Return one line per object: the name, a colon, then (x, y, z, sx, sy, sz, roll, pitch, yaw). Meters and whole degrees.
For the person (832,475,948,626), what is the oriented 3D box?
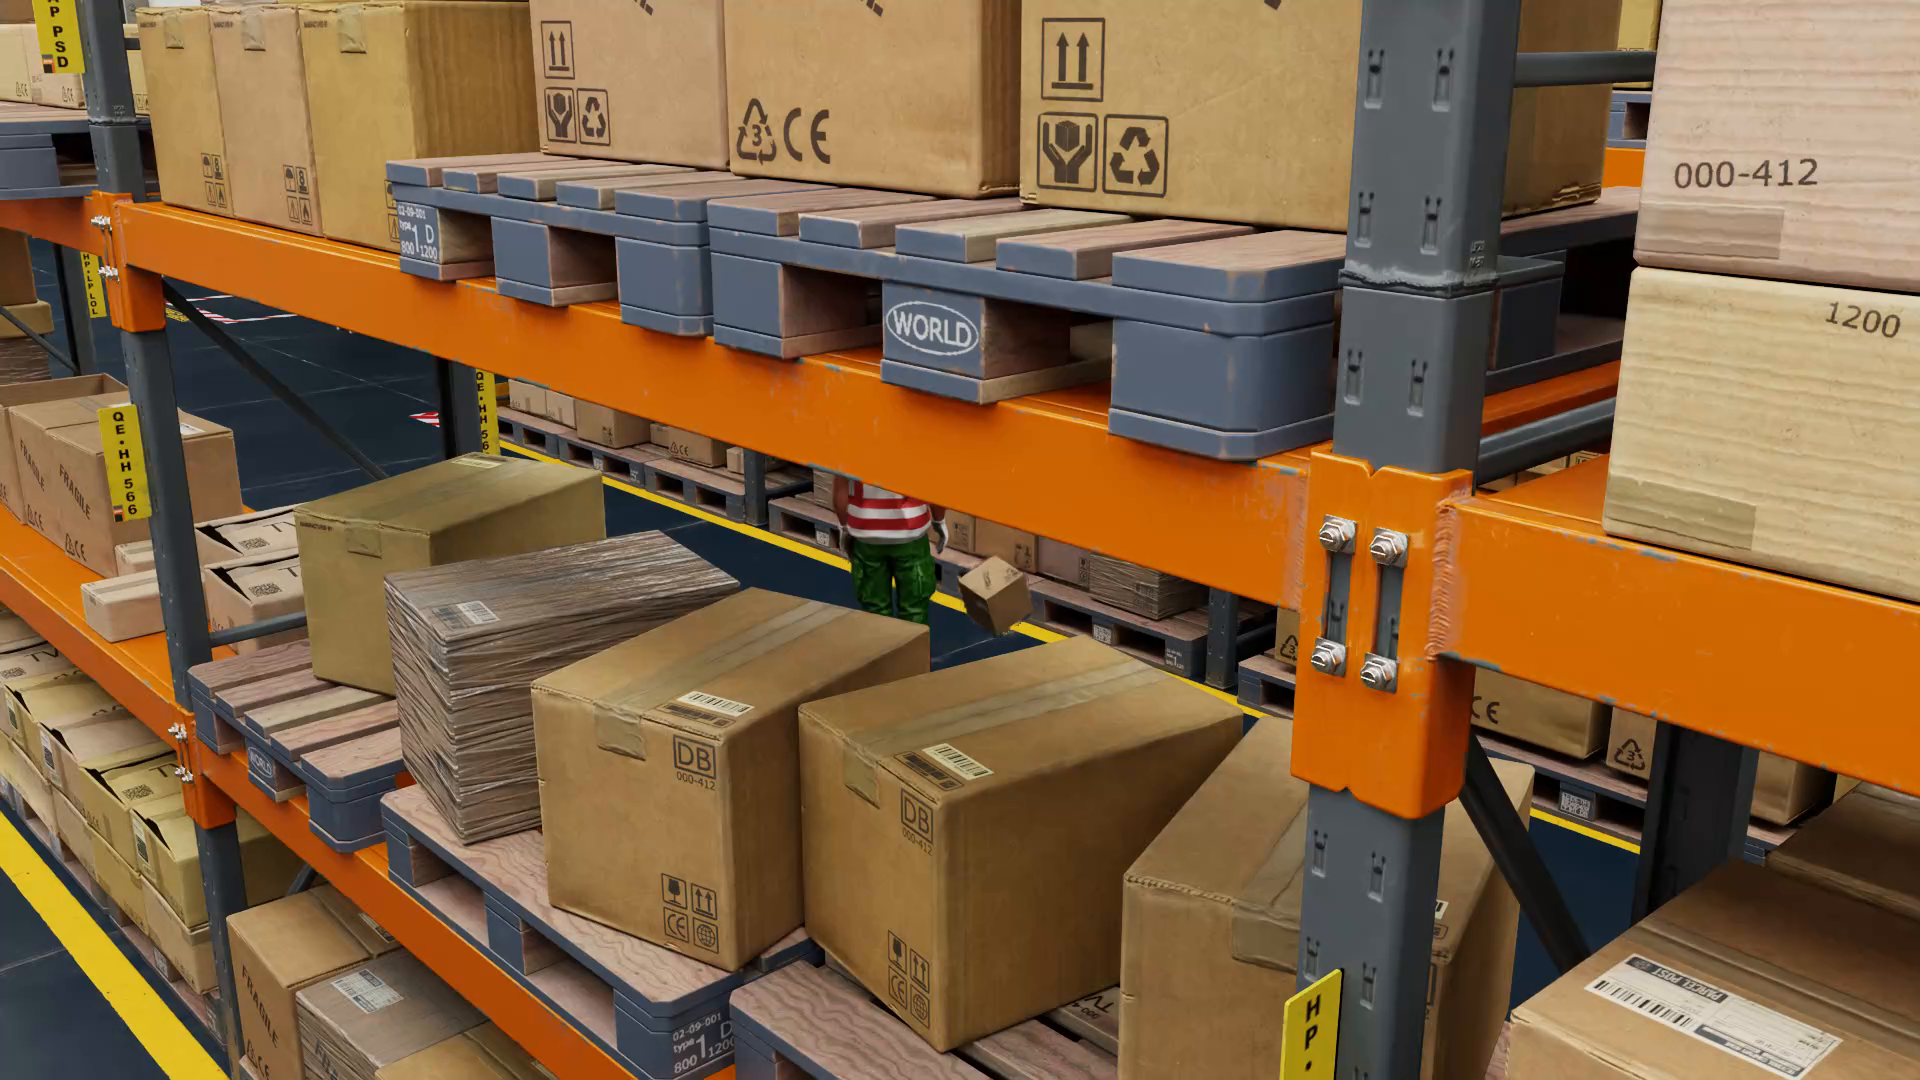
person: (-0.297, -0.030, 8.038, 0.631, 1.791, 0.383, 1, 17, 4)
